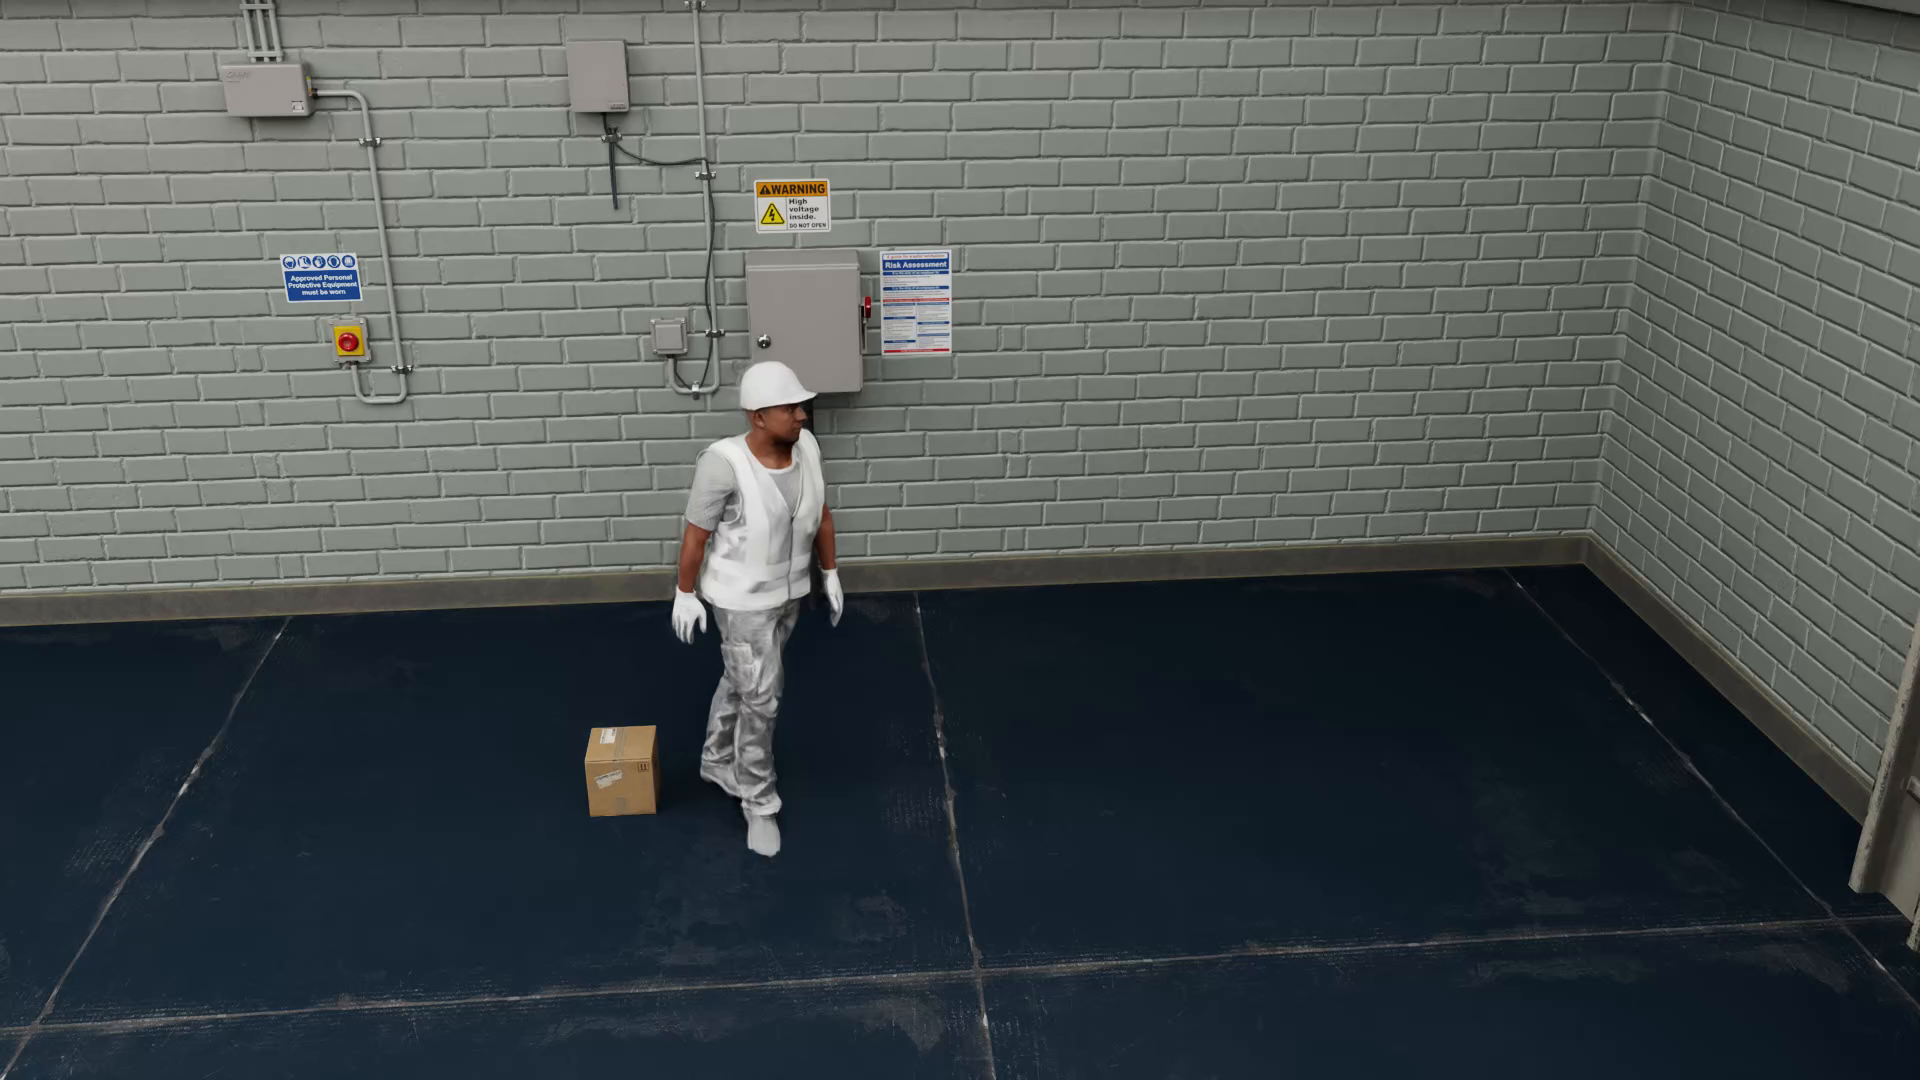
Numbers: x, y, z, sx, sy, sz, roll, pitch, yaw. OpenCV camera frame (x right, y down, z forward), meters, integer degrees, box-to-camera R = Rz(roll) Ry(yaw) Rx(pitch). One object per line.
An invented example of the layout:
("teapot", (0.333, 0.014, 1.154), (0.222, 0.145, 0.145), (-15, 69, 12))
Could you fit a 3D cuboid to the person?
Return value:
("person", (-0.761, 0.212, 6.121), (0.562, 1.840, 0.585), (15, 28, 31))
